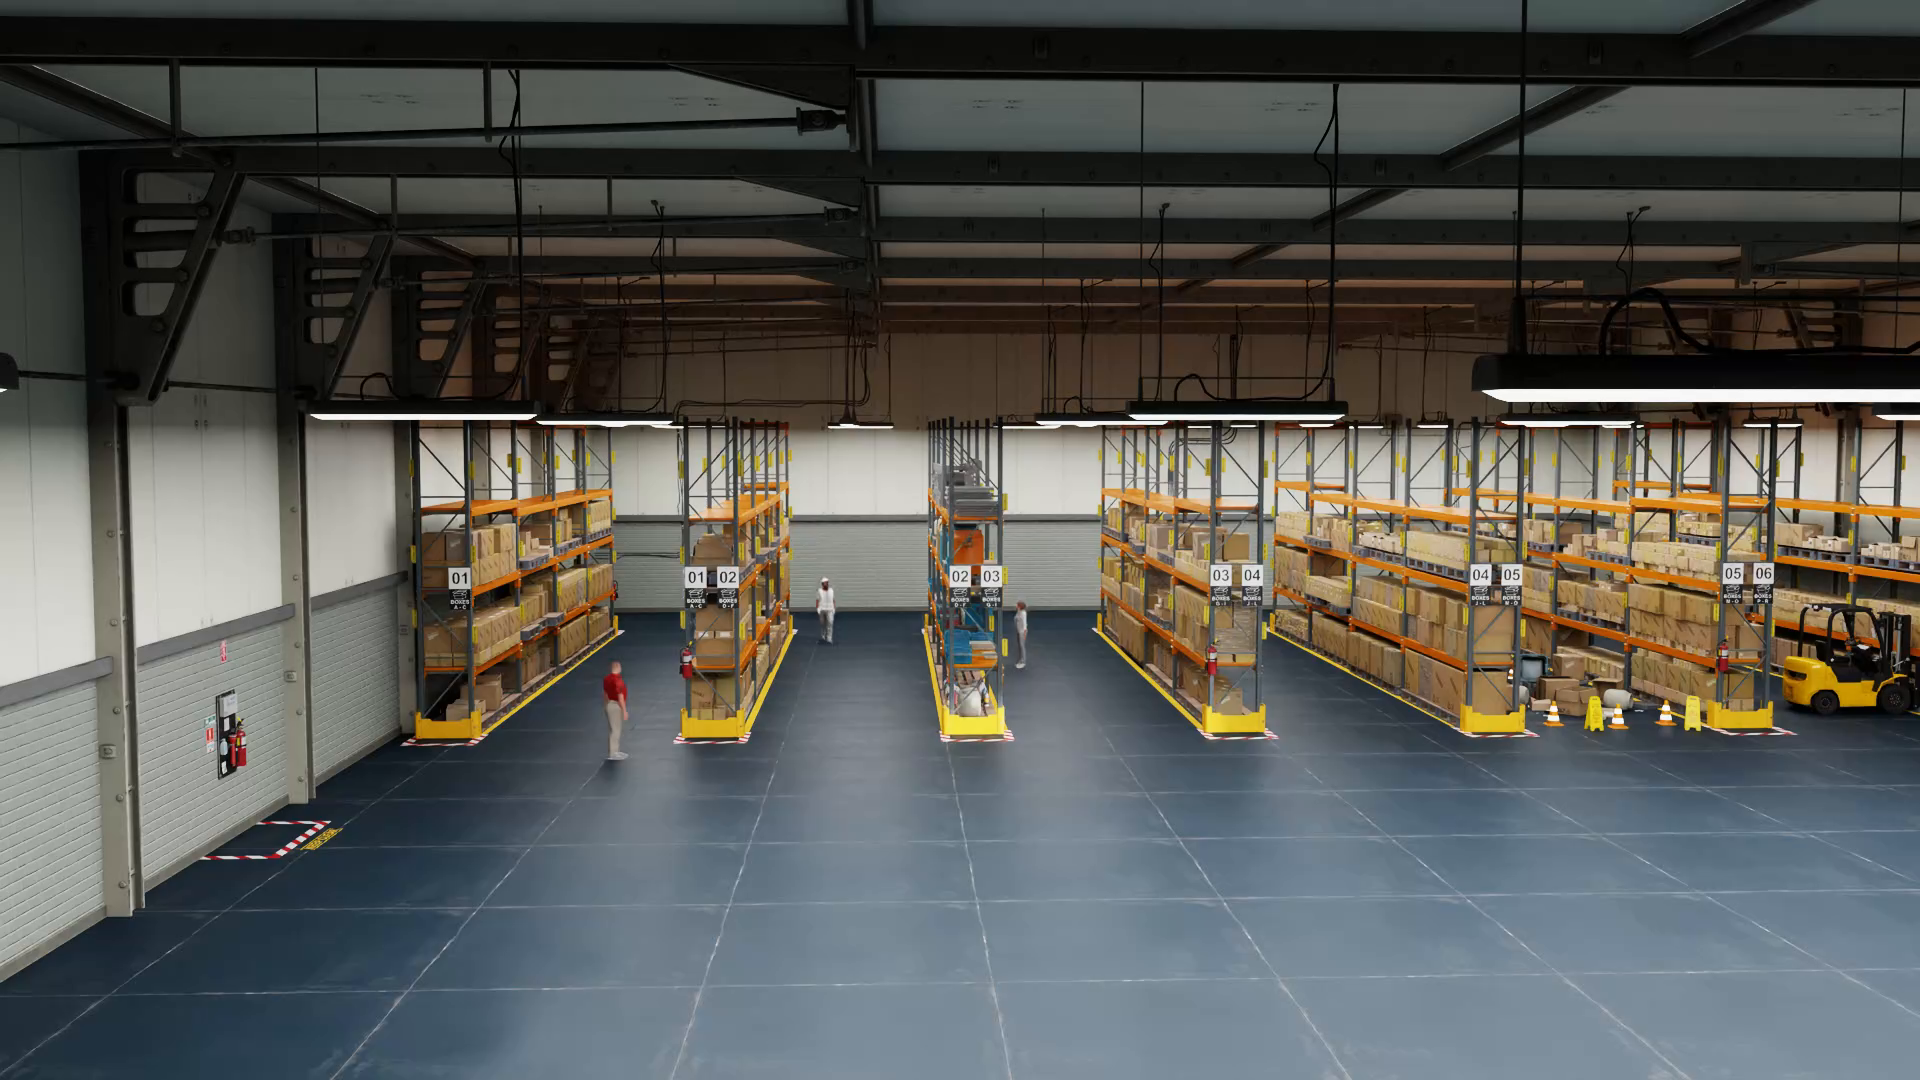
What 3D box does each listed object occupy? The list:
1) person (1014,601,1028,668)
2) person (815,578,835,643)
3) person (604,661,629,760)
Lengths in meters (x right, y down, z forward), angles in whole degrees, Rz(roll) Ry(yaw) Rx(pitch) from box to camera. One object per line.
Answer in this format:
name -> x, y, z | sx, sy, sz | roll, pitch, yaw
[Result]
person -> 1.461, 2.282, 40.321 | 0.379, 1.612, 0.523 | -1, 4, -18
person -> -3.651, 1.906, 45.146 | 0.549, 1.739, 0.999 | 0, 4, -6
person -> -5.990, 2.974, 29.046 | 0.410, 1.735, 0.601 | -2, 4, -23
